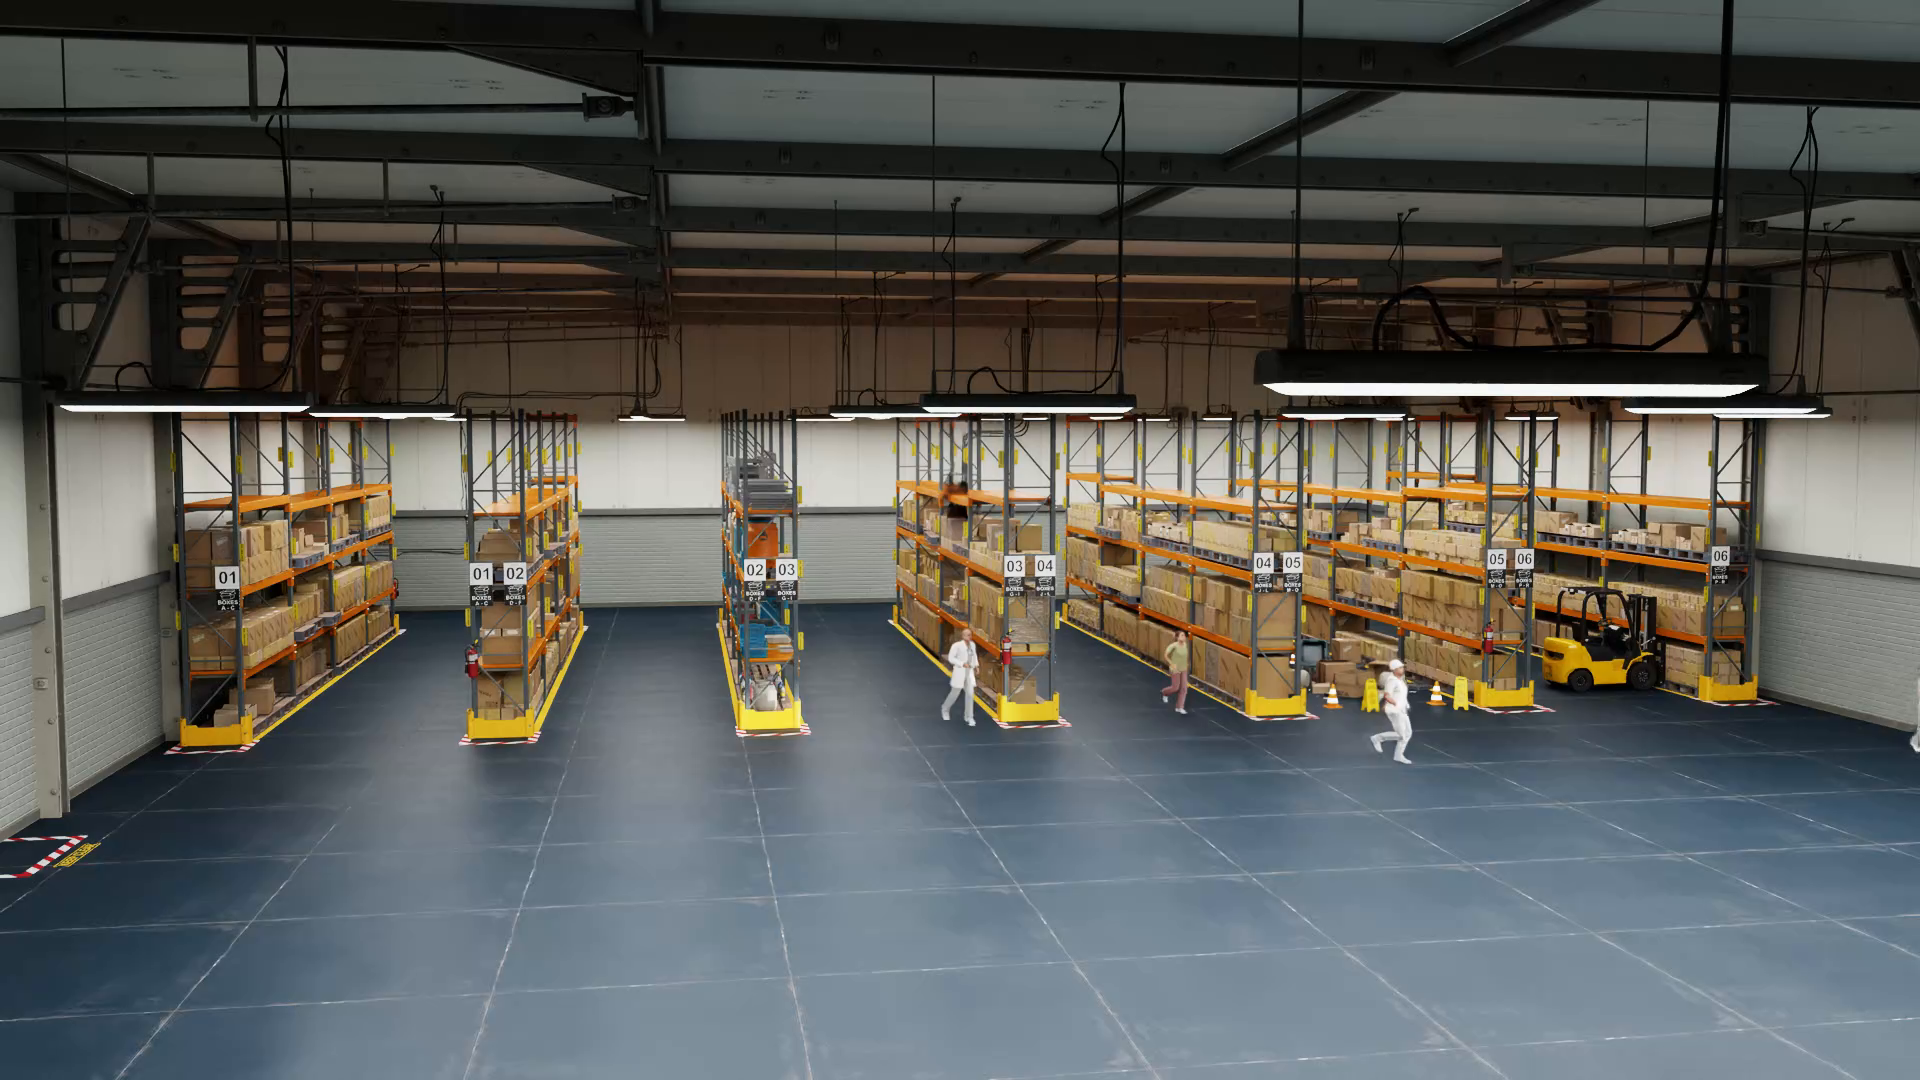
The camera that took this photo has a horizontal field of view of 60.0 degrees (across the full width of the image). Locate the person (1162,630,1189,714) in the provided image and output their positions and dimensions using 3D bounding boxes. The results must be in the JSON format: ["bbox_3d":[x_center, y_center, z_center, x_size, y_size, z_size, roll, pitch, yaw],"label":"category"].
[{"bbox_3d":[4.328,2.602,33.156,0.604,1.650,0.784,-2,5,-32],"label":"person"}]

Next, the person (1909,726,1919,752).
[{"bbox_3d":[16.602,2.930,28.360,0.567,1.671,1.012,-1,4,-8],"label":"person"}]

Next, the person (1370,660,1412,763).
[{"bbox_3d":[7.338,2.899,28.212,0.684,1.755,0.692,2,4,27],"label":"person"}]

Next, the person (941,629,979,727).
[{"bbox_3d":[0.082,2.607,31.867,0.756,1.813,0.954,-3,5,-34],"label":"person"}]
